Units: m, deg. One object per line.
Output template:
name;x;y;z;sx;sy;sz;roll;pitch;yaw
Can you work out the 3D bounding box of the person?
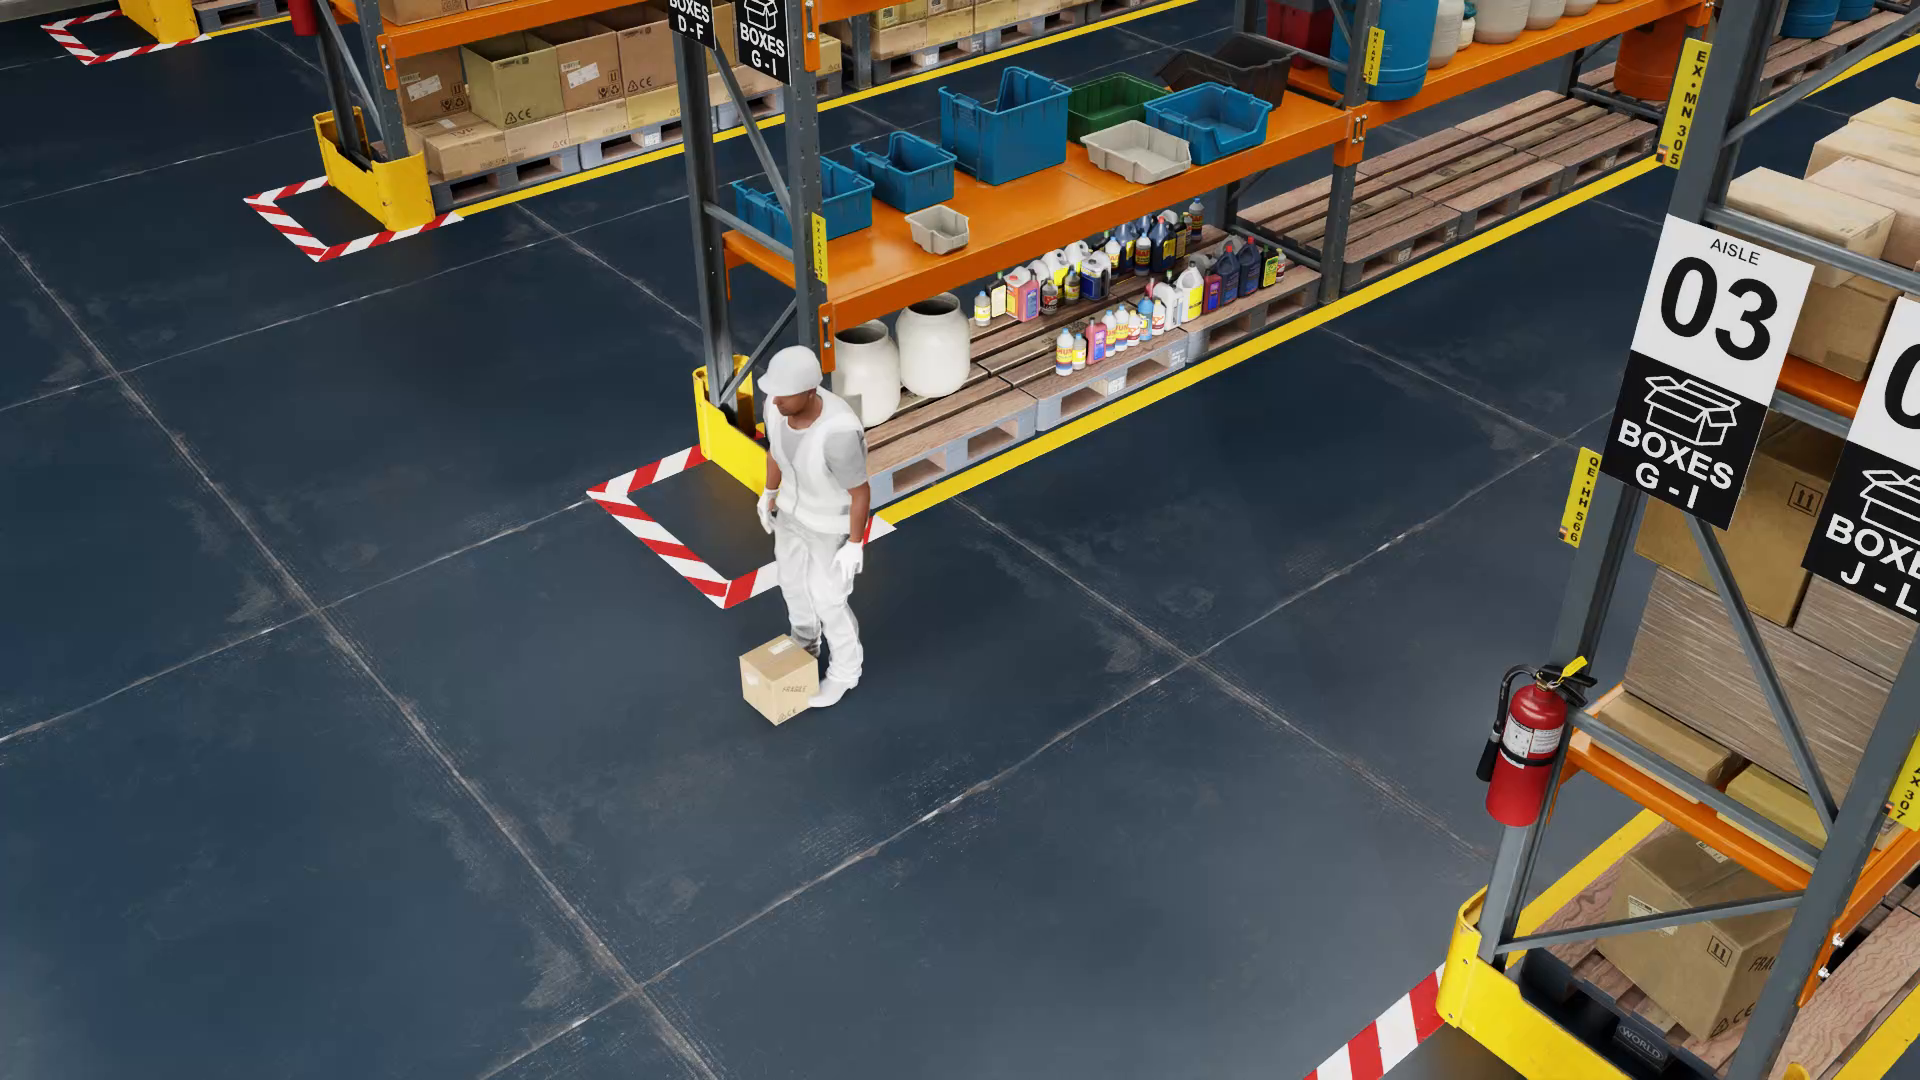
person;-0.637;-0.077;7.178;0.452;1.773;0.625;-29;45;-34
